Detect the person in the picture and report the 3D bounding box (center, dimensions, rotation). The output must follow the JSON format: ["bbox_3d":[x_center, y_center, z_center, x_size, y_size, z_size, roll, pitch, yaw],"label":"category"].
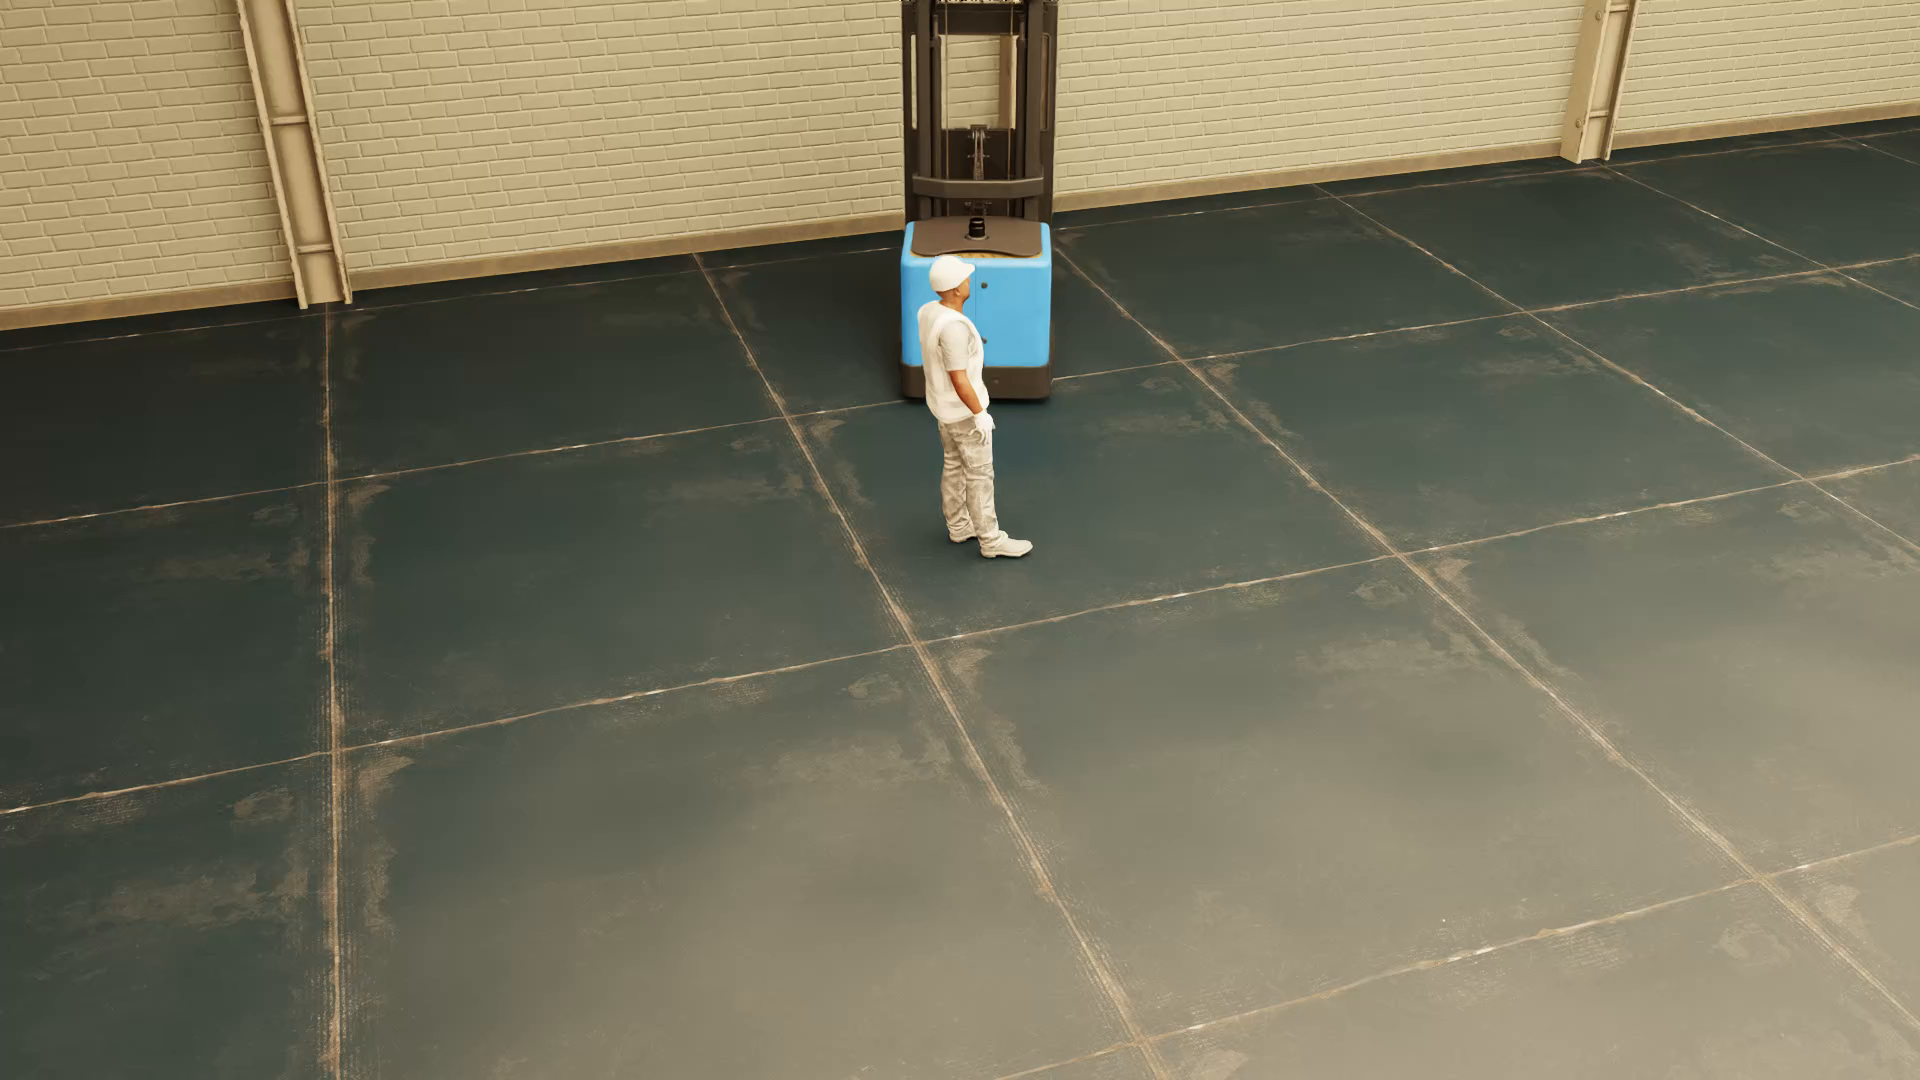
[{"bbox_3d":[0.071,-0.786,9.591,0.577,1.781,0.656,-10,31,-16],"label":"person"}]

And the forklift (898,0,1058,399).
[{"bbox_3d":[0.143,-2.952,12.218,1.130,2.935,3.031,1,30,1],"label":"forklift"}]
